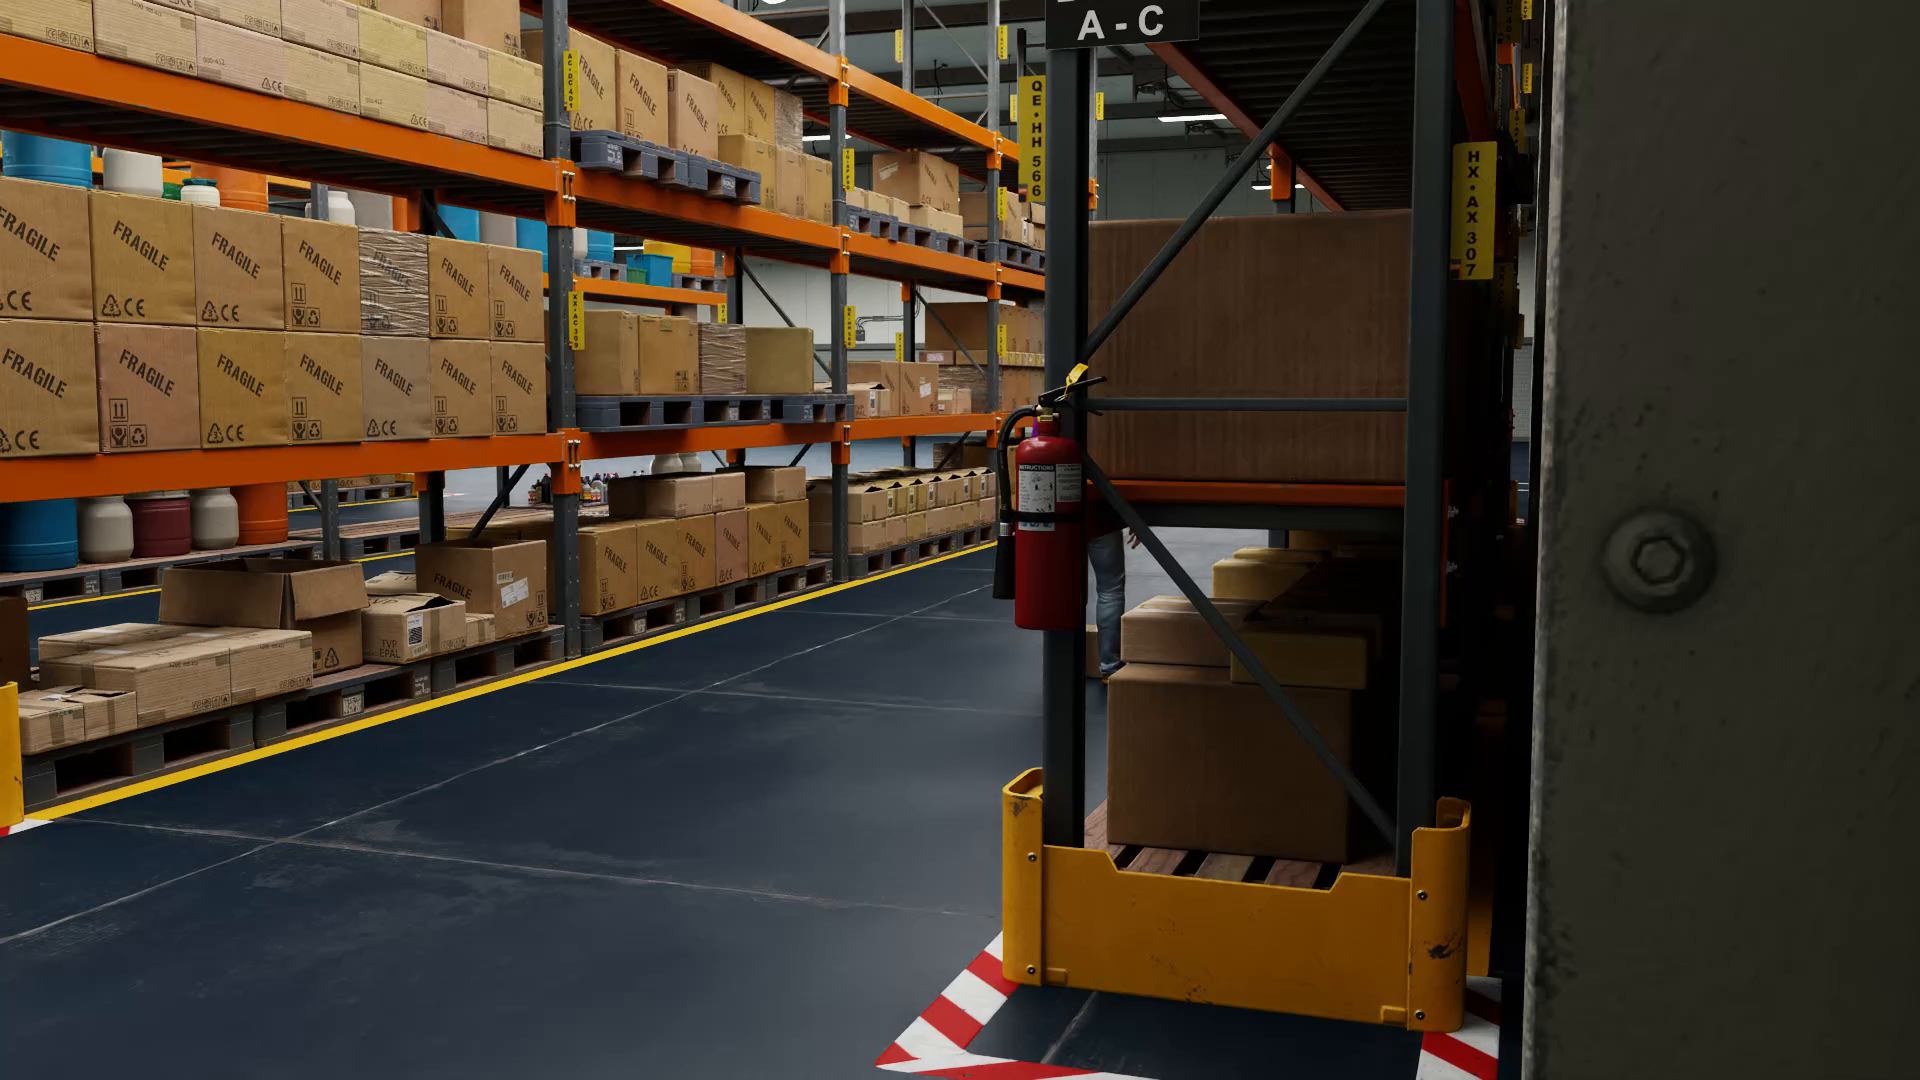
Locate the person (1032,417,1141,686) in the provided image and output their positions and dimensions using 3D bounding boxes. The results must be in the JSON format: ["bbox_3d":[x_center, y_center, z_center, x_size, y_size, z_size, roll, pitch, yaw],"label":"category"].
[{"bbox_3d":[0.666,-0.125,8.785,0.625,1.760,0.459,2,5,18],"label":"person"}]
